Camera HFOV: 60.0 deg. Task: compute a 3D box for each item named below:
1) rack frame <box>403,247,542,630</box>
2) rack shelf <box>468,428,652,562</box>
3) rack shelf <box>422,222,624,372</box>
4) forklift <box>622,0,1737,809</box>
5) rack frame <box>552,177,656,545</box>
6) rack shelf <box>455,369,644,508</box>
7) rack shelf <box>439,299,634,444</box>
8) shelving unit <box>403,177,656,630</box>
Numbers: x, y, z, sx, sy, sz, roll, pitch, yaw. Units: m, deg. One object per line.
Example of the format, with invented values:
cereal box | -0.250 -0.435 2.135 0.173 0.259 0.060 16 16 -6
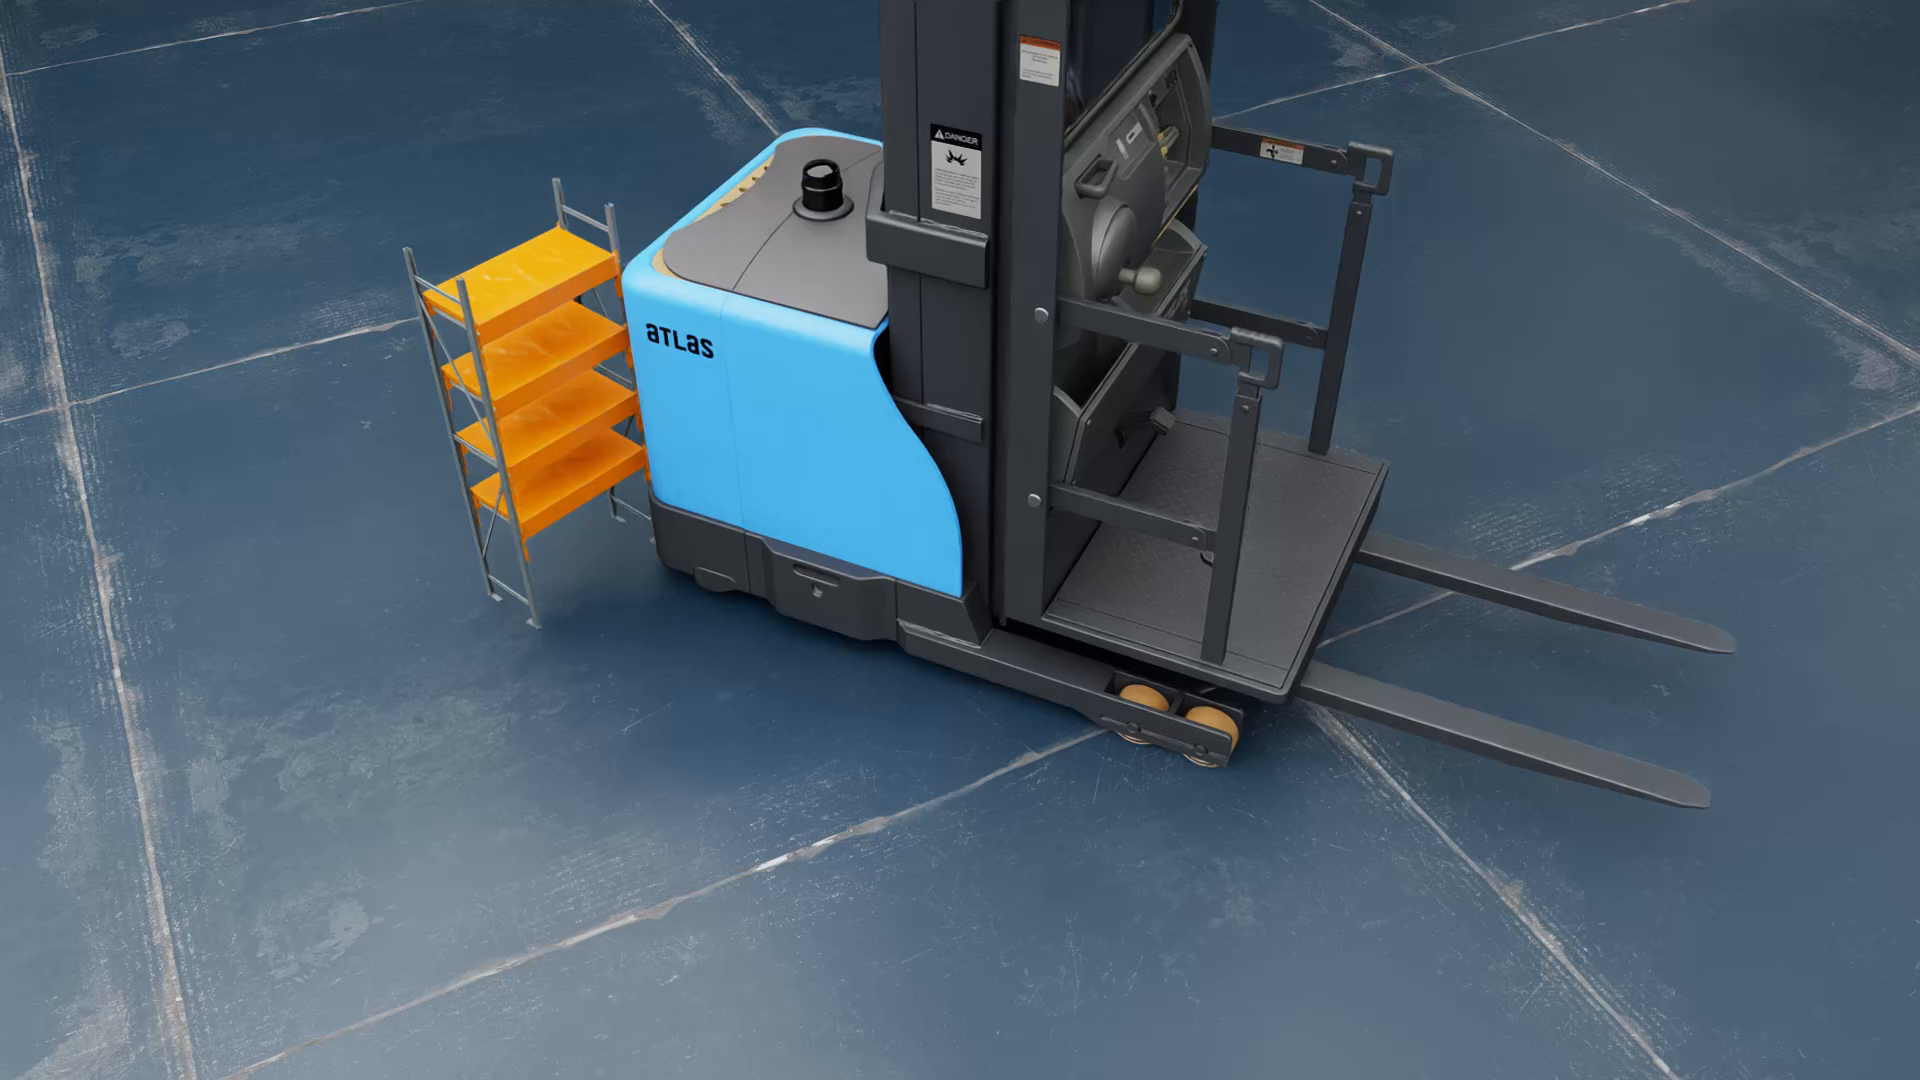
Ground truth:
rack frame | -1.338 -0.244 4.610 0.240 1.200 0.015 29 48 29
rack shelf | -1.181 -0.162 4.924 0.258 0.148 0.480 29 48 29
rack shelf | -1.181 -0.665 4.499 0.258 0.148 0.480 29 48 29
forklift | 0.629 -0.896 4.040 3.031 2.935 1.130 17 43 19
rack frame | -1.024 -0.486 4.895 0.240 1.200 0.015 29 48 29
rack shelf | -1.181 -0.314 4.796 0.258 0.148 0.480 29 48 29
rack shelf | -1.181 -0.484 4.651 0.258 0.148 0.480 29 48 29
shelving unit | -1.181 -0.365 4.752 0.258 1.200 0.503 29 48 29
